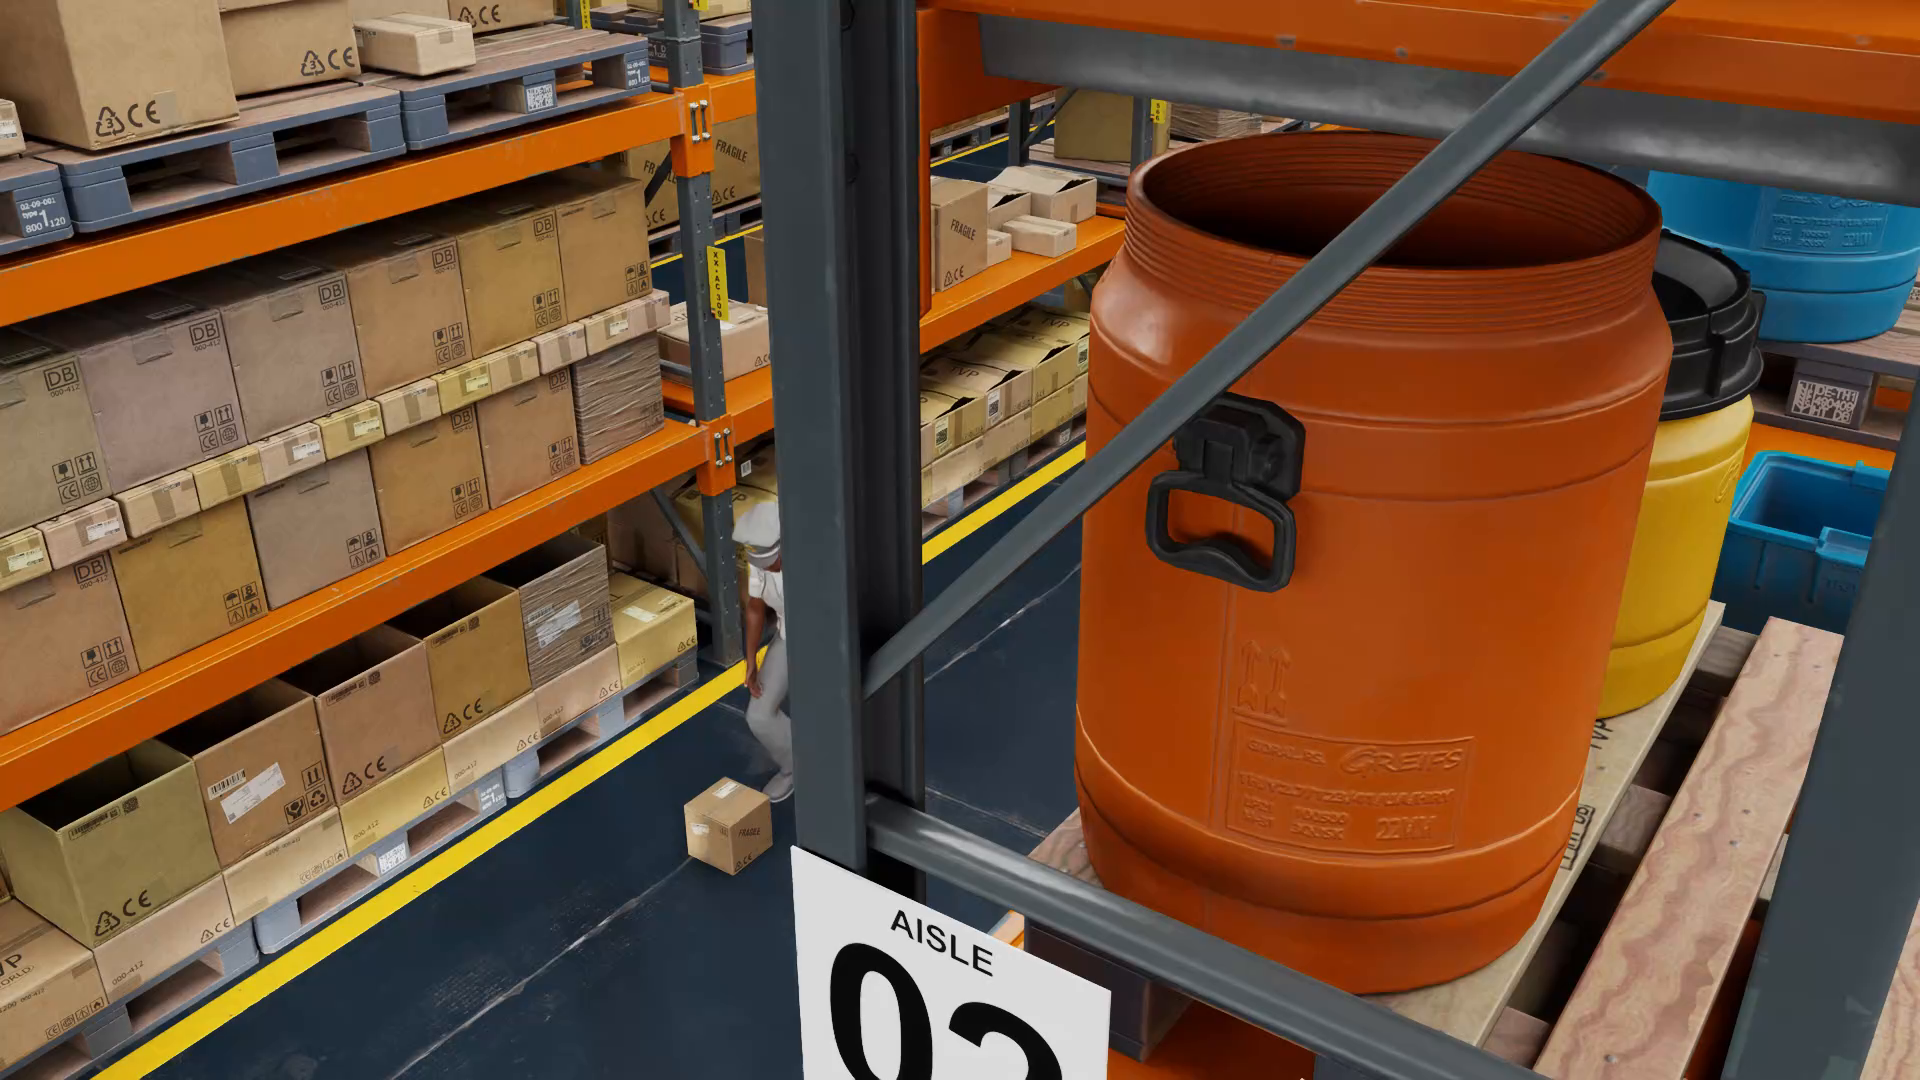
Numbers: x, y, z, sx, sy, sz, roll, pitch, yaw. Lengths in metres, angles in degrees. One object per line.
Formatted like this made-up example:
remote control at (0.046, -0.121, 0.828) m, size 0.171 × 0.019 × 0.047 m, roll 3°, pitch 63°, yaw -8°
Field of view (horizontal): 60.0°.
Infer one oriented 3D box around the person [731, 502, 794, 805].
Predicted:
person at (-0.648, 0.483, 6.883) m, size 0.490 × 1.487 × 0.628 m, roll 18°, pitch 32°, yaw 31°
